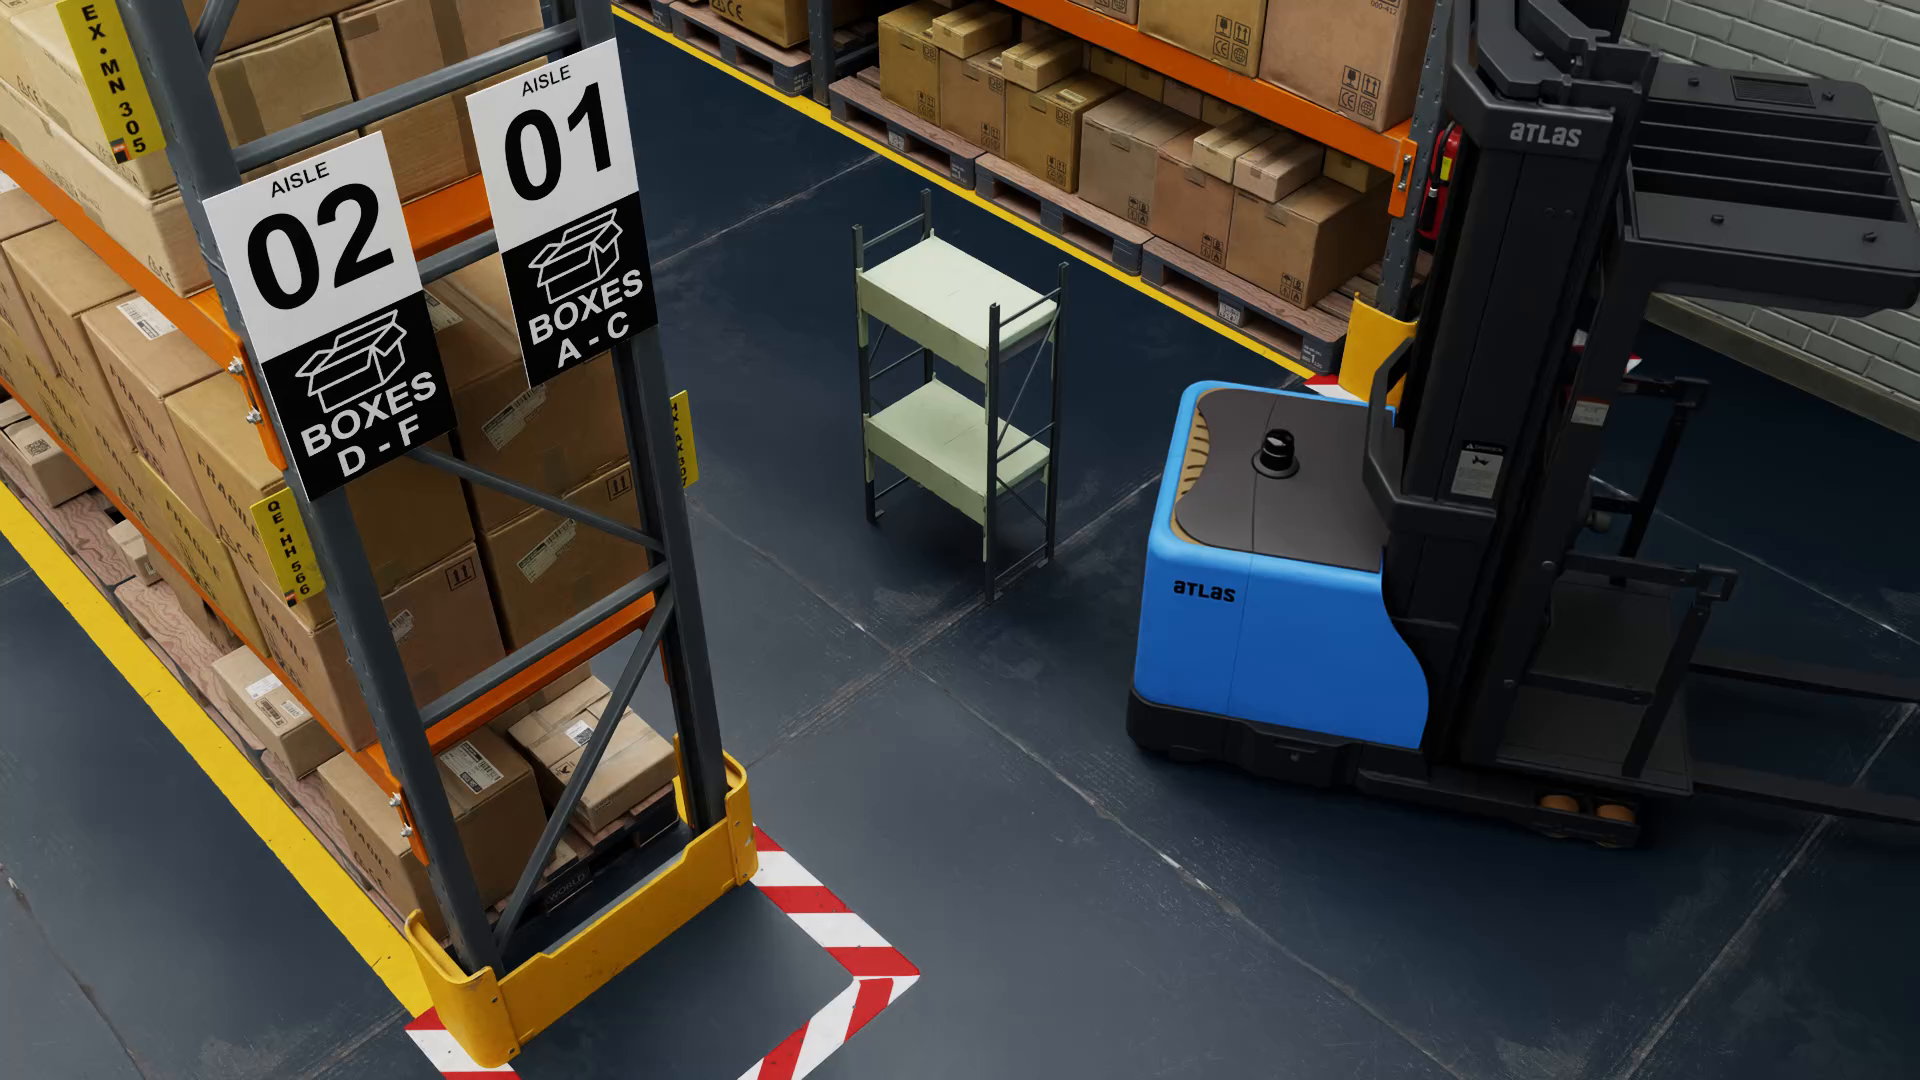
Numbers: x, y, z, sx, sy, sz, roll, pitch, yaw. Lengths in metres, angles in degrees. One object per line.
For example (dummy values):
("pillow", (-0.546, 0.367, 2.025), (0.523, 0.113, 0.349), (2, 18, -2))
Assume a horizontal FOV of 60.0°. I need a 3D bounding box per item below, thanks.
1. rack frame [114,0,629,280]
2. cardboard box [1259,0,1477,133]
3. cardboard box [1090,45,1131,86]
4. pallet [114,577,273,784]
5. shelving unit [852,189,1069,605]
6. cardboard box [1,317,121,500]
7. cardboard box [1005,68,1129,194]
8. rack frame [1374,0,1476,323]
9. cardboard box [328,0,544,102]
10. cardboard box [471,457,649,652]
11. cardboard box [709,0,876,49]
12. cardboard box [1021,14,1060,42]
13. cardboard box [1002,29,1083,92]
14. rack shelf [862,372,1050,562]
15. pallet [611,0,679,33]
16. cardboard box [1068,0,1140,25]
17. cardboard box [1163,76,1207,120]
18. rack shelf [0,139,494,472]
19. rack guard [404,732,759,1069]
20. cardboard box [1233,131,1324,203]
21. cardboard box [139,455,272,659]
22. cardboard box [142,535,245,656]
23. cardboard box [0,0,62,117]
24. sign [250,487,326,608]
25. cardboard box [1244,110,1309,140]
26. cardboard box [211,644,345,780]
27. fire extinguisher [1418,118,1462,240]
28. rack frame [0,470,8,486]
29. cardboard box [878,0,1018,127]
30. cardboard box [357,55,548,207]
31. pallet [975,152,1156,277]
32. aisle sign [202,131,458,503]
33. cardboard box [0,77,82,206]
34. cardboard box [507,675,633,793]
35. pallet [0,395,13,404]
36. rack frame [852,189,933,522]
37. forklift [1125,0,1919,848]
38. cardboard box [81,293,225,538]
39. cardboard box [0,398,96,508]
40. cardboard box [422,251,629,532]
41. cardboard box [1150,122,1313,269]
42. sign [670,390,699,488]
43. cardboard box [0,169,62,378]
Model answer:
("rack frame", (-1.178, -1.898, 2.673), (1.000, 3.000, 0.127), (-34, 53, -31))
("cardboard box", (1.959, -2.421, 7.438), (0.980, 0.700, 0.700), (-32, 51, -30))
("cardboard box", (0.916, -2.599, 8.907), (0.250, 0.149, 0.380), (33, 52, 31))
("pallet", (-2.653, 0.325, 6.743), (1.003, 0.211, 1.213), (-34, 53, -31))
("shelving unit", (-0.005, -0.554, 6.744), (0.431, 1.500, 0.755), (-34, 53, -31))
("cardboard box", (-2.761, -0.548, 5.559), (0.500, 0.500, 0.500), (33, 52, 31))
("cardboard box", (0.670, -2.329, 9.093), (0.700, 0.500, 0.500), (-33, 52, -30))
("rack frame", (2.326, -2.070, 7.280), (1.000, 3.000, 0.127), (-34, 53, -31))
("cardboard box", (-1.357, -1.296, 3.974), (0.500, 0.250, 0.500), (-34, 53, -31))
("cardboard box", (-1.305, -0.071, 5.043), (0.500, 0.500, 0.500), (-33, 52, -30))
("cardboard box", (-1.050, -3.607, 10.218), (0.750, 0.750, 0.750), (-33, 52, -31))
("cardboard box", (0.555, -2.845, 9.173), (0.250, 0.149, 0.380), (33, 52, 30))
("cardboard box", (0.438, -2.556, 8.860), (0.250, 0.149, 0.380), (33, 52, 30))
("rack shelf", (-0.005, -0.315, 6.966), (0.431, 0.370, 0.720), (-34, 53, -31))
("pallet", (-1.963, -3.889, 11.303), (1.003, 0.211, 1.213), (-34, 53, -31))
("cardboard box", (0.905, -3.136, 8.212), (0.700, 0.700, 0.980), (32, 51, 30))
("cardboard box", (1.276, -2.354, 8.642), (0.380, 0.149, 0.250), (-33, 52, -31))
("rack shelf", (-2.591, -1.493, 4.975), (1.077, 0.370, 4.000), (-34, 53, -31))
("rack guard", (-1.232, 1.187, 5.597), (1.175, 0.500, 0.348), (-34, 53, -31))
("cardboard box", (1.541, -1.808, 8.050), (0.250, 0.149, 0.380), (34, 52, 31))
("cardboard box", (-2.056, -0.063, 5.035), (0.500, 0.500, 0.500), (-34, 52, -31))
("cardboard box", (-2.673, 0.039, 6.513), (0.797, 0.503, 0.637), (-34, 53, -31))
("cardboard box", (-2.075, -1.289, 3.967), (0.500, 0.250, 0.500), (-34, 53, -31))
("sign", (-1.586, 0.021, 3.931), (0.100, 0.325, 0.005), (-34, 53, -31))
("cardboard box", (1.633, -2.112, 8.380), (0.380, 0.149, 0.250), (-34, 52, -31))
("cardboard box", (-2.387, 0.540, 6.157), (0.500, 0.250, 0.500), (-34, 53, -31))
("fire extinguisher", (2.106, -1.611, 7.115), (0.296, 0.674, 0.183), (-34, 53, -31))
("rack frame", (-4.003, -1.616, 6.789), (1.000, 3.000, 0.127), (-34, 53, -31))
("cardboard box", (-0.043, -2.820, 9.624), (0.700, 0.500, 0.500), (-33, 52, -31))
("cardboard box", (-1.361, -1.110, 4.141), (0.500, 0.250, 0.500), (-34, 53, -31))
("pallet", (0.849, -1.979, 9.236), (1.003, 0.211, 1.213), (-34, 53, -31))
("aisle sign", (-1.347, -0.470, 3.632), (0.394, 0.787, 0.004), (-34, 53, -31))
("cardboard box", (-2.073, -1.107, 4.138), (0.500, 0.250, 0.500), (-34, 53, -31))
("cardboard box", (-1.407, 0.699, 6.047), (0.380, 0.166, 0.250), (-34, 53, -31))
("pallet", (-4.604, -0.965, 8.139), (1.003, 0.211, 1.213), (-34, 53, -31))
("rack frame", (-0.263, -0.730, 6.935), (0.400, 1.500, 0.023), (-34, 53, -31))
("forklift", (2.208, -0.359, 5.479), (3.031, 2.935, 1.130), (9, 44, 10))
("cardboard box", (-2.045, -0.423, 4.687), (0.500, 0.500, 0.500), (-33, 52, -30))
("cardboard box", (-3.860, -0.485, 7.222), (0.500, 0.311, 0.500), (-34, 53, -31))
("cardboard box", (-1.305, -0.438, 4.703), (0.500, 0.500, 0.500), (-32, 52, -30))
("cardboard box", (1.408, -1.835, 8.558), (0.500, 0.500, 0.700), (34, 53, 31))
("sign", (-0.794, -0.272, 4.697), (0.100, 0.325, 0.005), (-34, 53, -31))
("cardboard box", (-2.777, -0.916, 5.221), (0.500, 0.500, 0.500), (-32, 52, -30))
